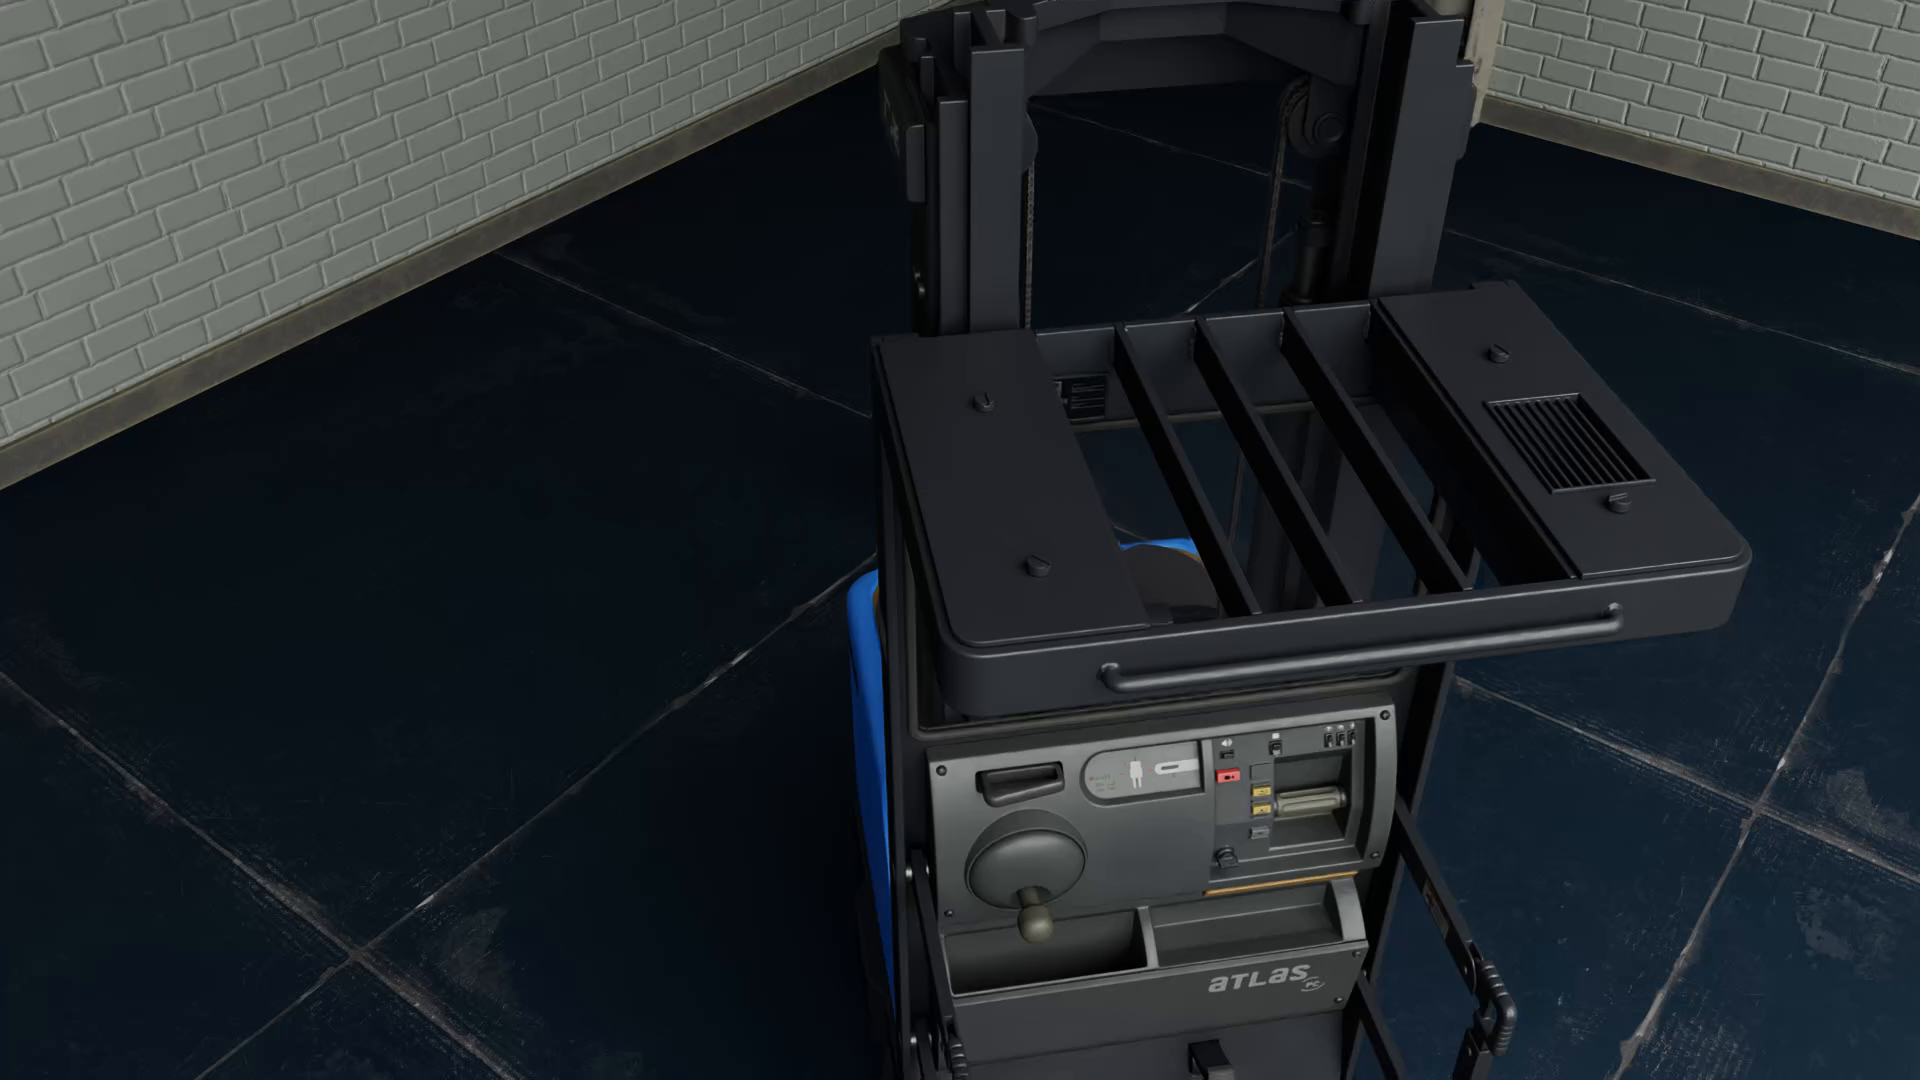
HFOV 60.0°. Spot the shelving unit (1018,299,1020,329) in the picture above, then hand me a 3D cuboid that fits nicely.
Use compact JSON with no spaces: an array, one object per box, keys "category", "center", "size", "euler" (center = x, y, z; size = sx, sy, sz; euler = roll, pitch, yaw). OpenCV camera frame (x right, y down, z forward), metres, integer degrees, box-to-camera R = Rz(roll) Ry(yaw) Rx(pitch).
[{"category":"shelving unit","center":[0.042,-0.393,5.901],"size":[0.252,1.050,0.215],"euler":[25,45,29]}]

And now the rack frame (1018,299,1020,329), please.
[{"category":"rack frame","center":[0.139,-0.348,5.842],"size":[0.008,1.050,0.200],"euler":[25,45,29]}]

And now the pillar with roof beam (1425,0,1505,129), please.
[{"category":"pillar with roof beam","center":[0.027,-3.767,3.762],"size":[0.400,9.000,9.100],"euler":[25,45,29]}]

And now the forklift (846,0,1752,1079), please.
[{"category":"forklift","center":[0.442,0.616,3.085],"size":[1.130,2.935,3.031],"euler":[-6,38,-8]}]
